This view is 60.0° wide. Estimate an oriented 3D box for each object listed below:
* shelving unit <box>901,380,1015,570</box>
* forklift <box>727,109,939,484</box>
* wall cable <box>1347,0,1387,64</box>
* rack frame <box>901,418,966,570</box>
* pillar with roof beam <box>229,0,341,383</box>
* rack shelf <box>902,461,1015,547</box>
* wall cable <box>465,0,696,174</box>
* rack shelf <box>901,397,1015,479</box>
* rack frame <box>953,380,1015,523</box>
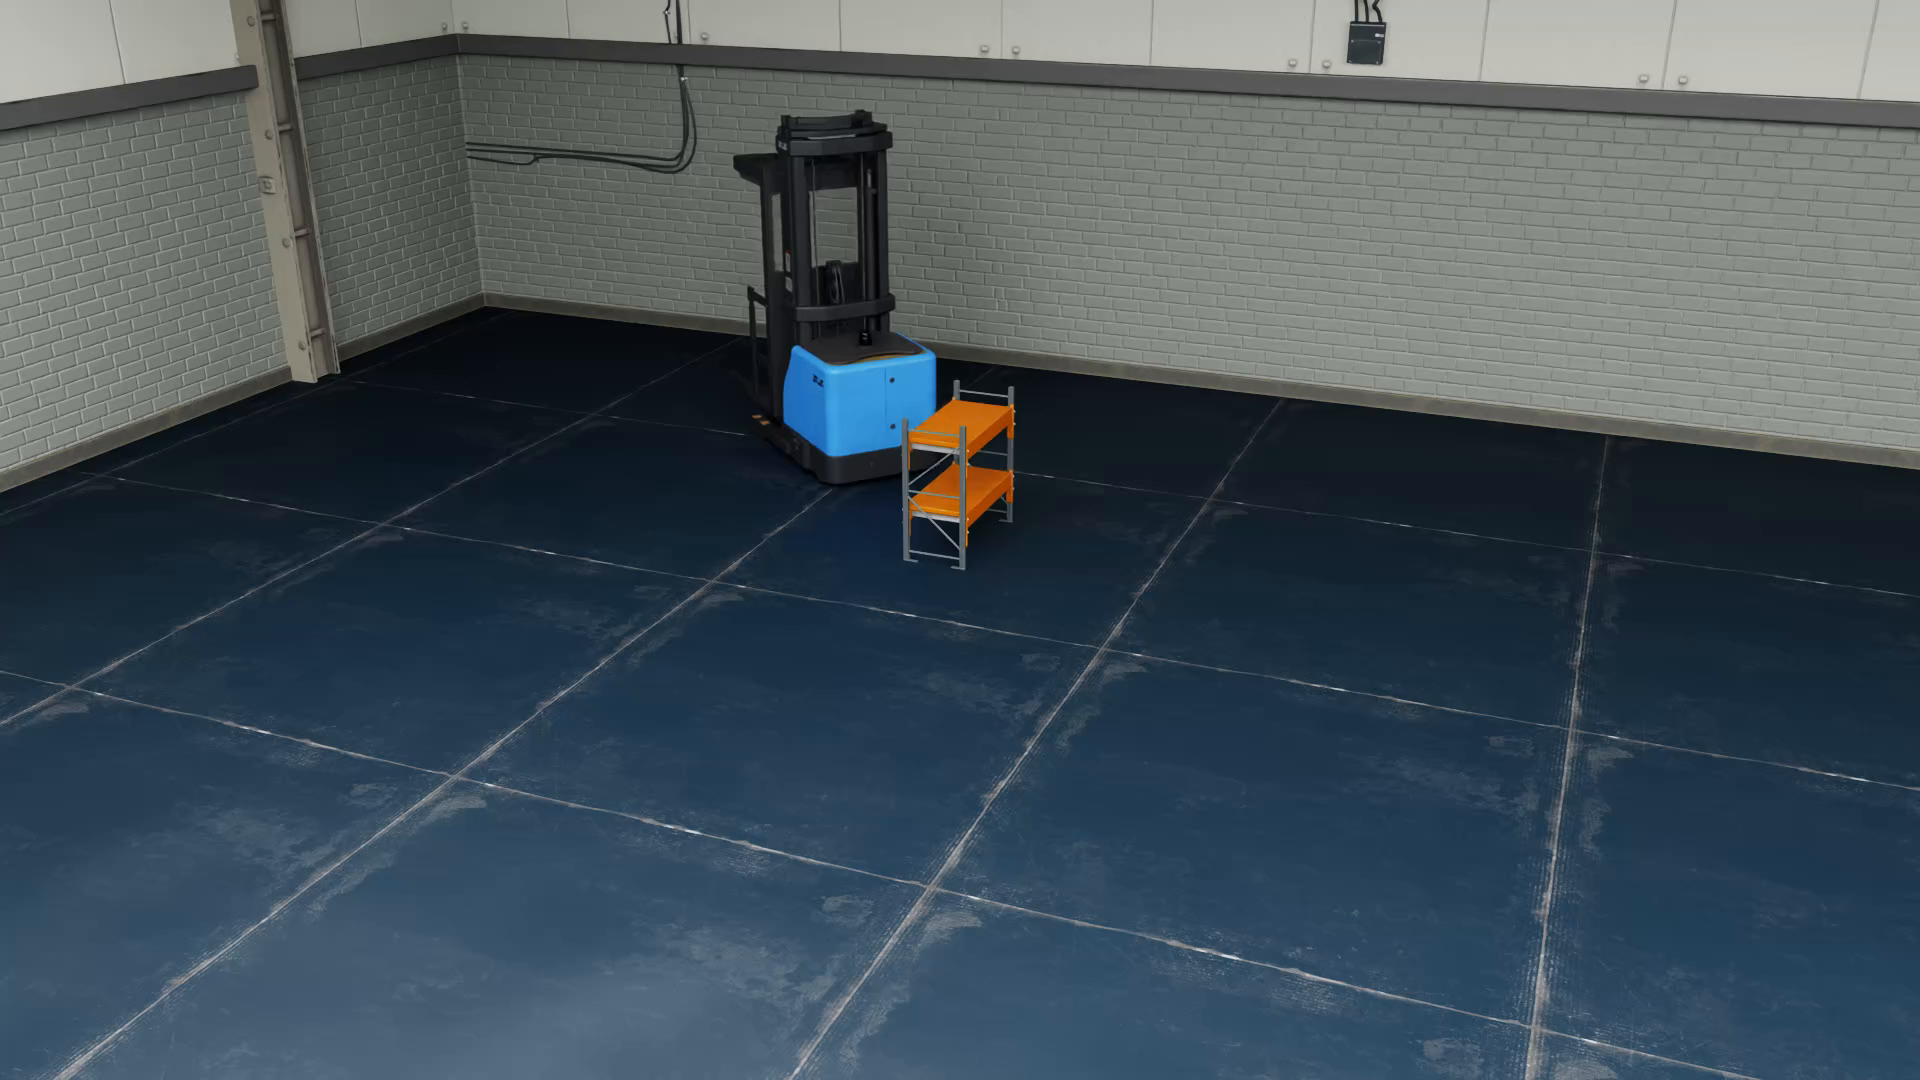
[{"bbox_3d":[-0.003,-0.517,12.750,0.538,1.125,1.048,9,24,20],"label":"shelving unit"},{"bbox_3d":[-1.305,-2.349,14.794,1.130,2.935,3.031,-11,25,-25],"label":"forklift"},{"bbox_3d":[4.551,-6.896,13.395,2.305,6.003,0.169,9,24,20],"label":"wall cable"},{"bbox_3d":[-0.191,-0.335,12.314,0.500,1.125,0.032,9,24,20],"label":"rack frame"},{"bbox_3d":[-2.583,-5.211,13.771,9.100,9.000,0.400,9,24,20],"label":"pillar with roof beam"},{"bbox_3d":[-0.003,-0.291,12.844,0.538,0.278,1.000,9,24,20],"label":"rack shelf"},{"bbox_3d":[-4.258,-5.259,17.916,3.097,2.526,0.112,9,24,20],"label":"wall cable"},{"bbox_3d":[-0.003,-0.787,12.637,0.538,0.278,1.000,9,24,20],"label":"rack shelf"},{"bbox_3d":[0.186,-0.699,13.185,0.500,1.125,0.032,9,24,20],"label":"rack frame"}]
